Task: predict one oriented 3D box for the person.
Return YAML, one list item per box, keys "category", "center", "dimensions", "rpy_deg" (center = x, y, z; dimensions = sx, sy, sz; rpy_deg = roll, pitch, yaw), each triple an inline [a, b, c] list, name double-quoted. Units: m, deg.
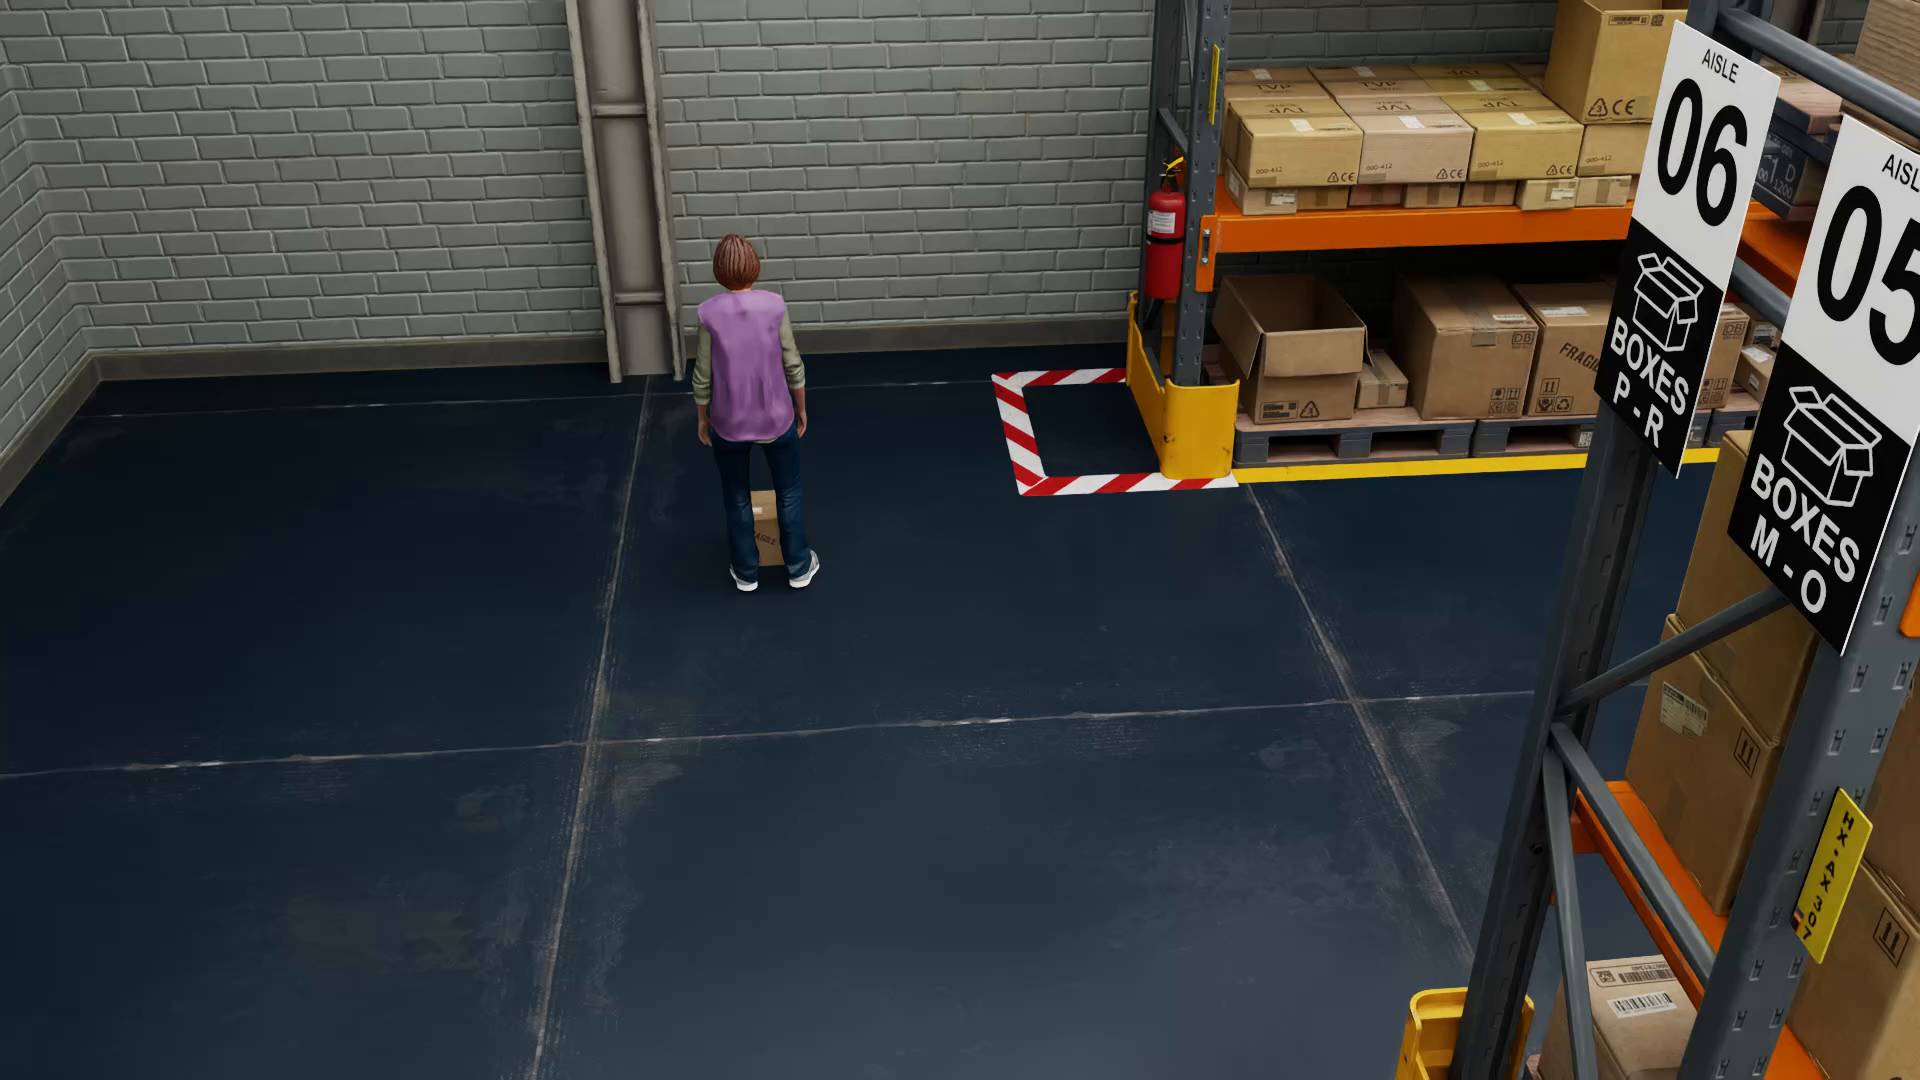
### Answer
- category: "person"
  center: [-0.861, -0.498, 6.955]
  dimensions: [0.485, 1.593, 0.343]
  rpy_deg: [-5, 32, -7]
